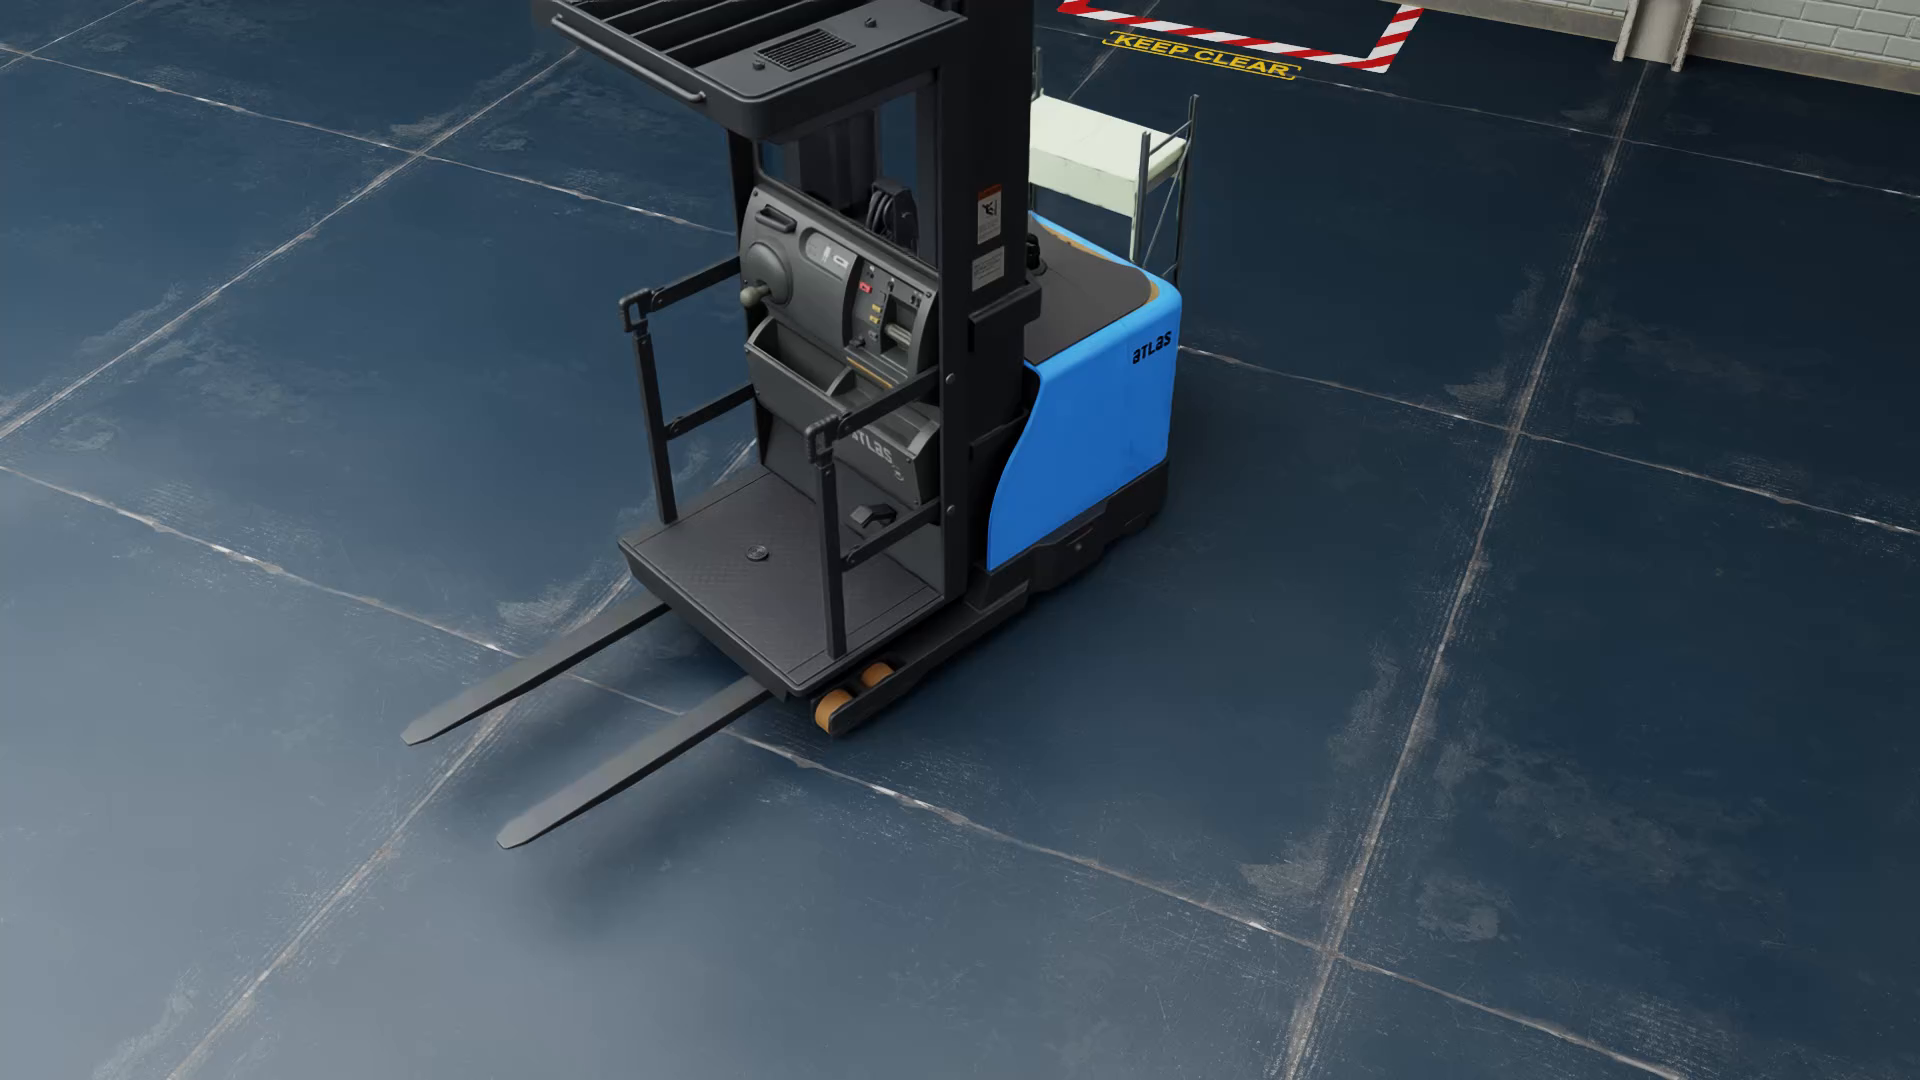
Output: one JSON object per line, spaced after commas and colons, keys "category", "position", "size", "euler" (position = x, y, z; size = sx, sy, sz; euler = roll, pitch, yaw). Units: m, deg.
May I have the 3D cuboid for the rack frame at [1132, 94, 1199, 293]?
{"category": "rack frame", "position": [0.804, -1.054, 6.821], "size": [0.023, 1.500, 0.400], "euler": [25, 47, 26]}

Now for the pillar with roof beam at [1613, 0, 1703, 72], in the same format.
{"category": "pillar with roof beam", "position": [2.397, -3.805, 4.269], "size": [0.400, 9.000, 9.100], "euler": [17, 44, 19]}

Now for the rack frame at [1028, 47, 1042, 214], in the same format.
{"category": "rack frame", "position": [0.210, -1.334, 7.144], "size": [0.023, 1.500, 0.400], "euler": [25, 47, 26]}

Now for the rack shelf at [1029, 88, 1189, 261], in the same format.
{"category": "rack shelf", "position": [0.507, -1.489, 6.726], "size": [0.720, 0.370, 0.431], "euler": [25, 47, 26]}

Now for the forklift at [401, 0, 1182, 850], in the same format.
{"category": "forklift", "position": [-0.571, -0.796, 5.430], "size": [3.031, 2.935, 1.130], "euler": [-32, 50, -31]}

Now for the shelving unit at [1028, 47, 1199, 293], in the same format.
{"category": "shelving unit", "position": [0.507, -1.194, 6.982], "size": [0.755, 1.500, 0.431], "euler": [25, 47, 26]}
